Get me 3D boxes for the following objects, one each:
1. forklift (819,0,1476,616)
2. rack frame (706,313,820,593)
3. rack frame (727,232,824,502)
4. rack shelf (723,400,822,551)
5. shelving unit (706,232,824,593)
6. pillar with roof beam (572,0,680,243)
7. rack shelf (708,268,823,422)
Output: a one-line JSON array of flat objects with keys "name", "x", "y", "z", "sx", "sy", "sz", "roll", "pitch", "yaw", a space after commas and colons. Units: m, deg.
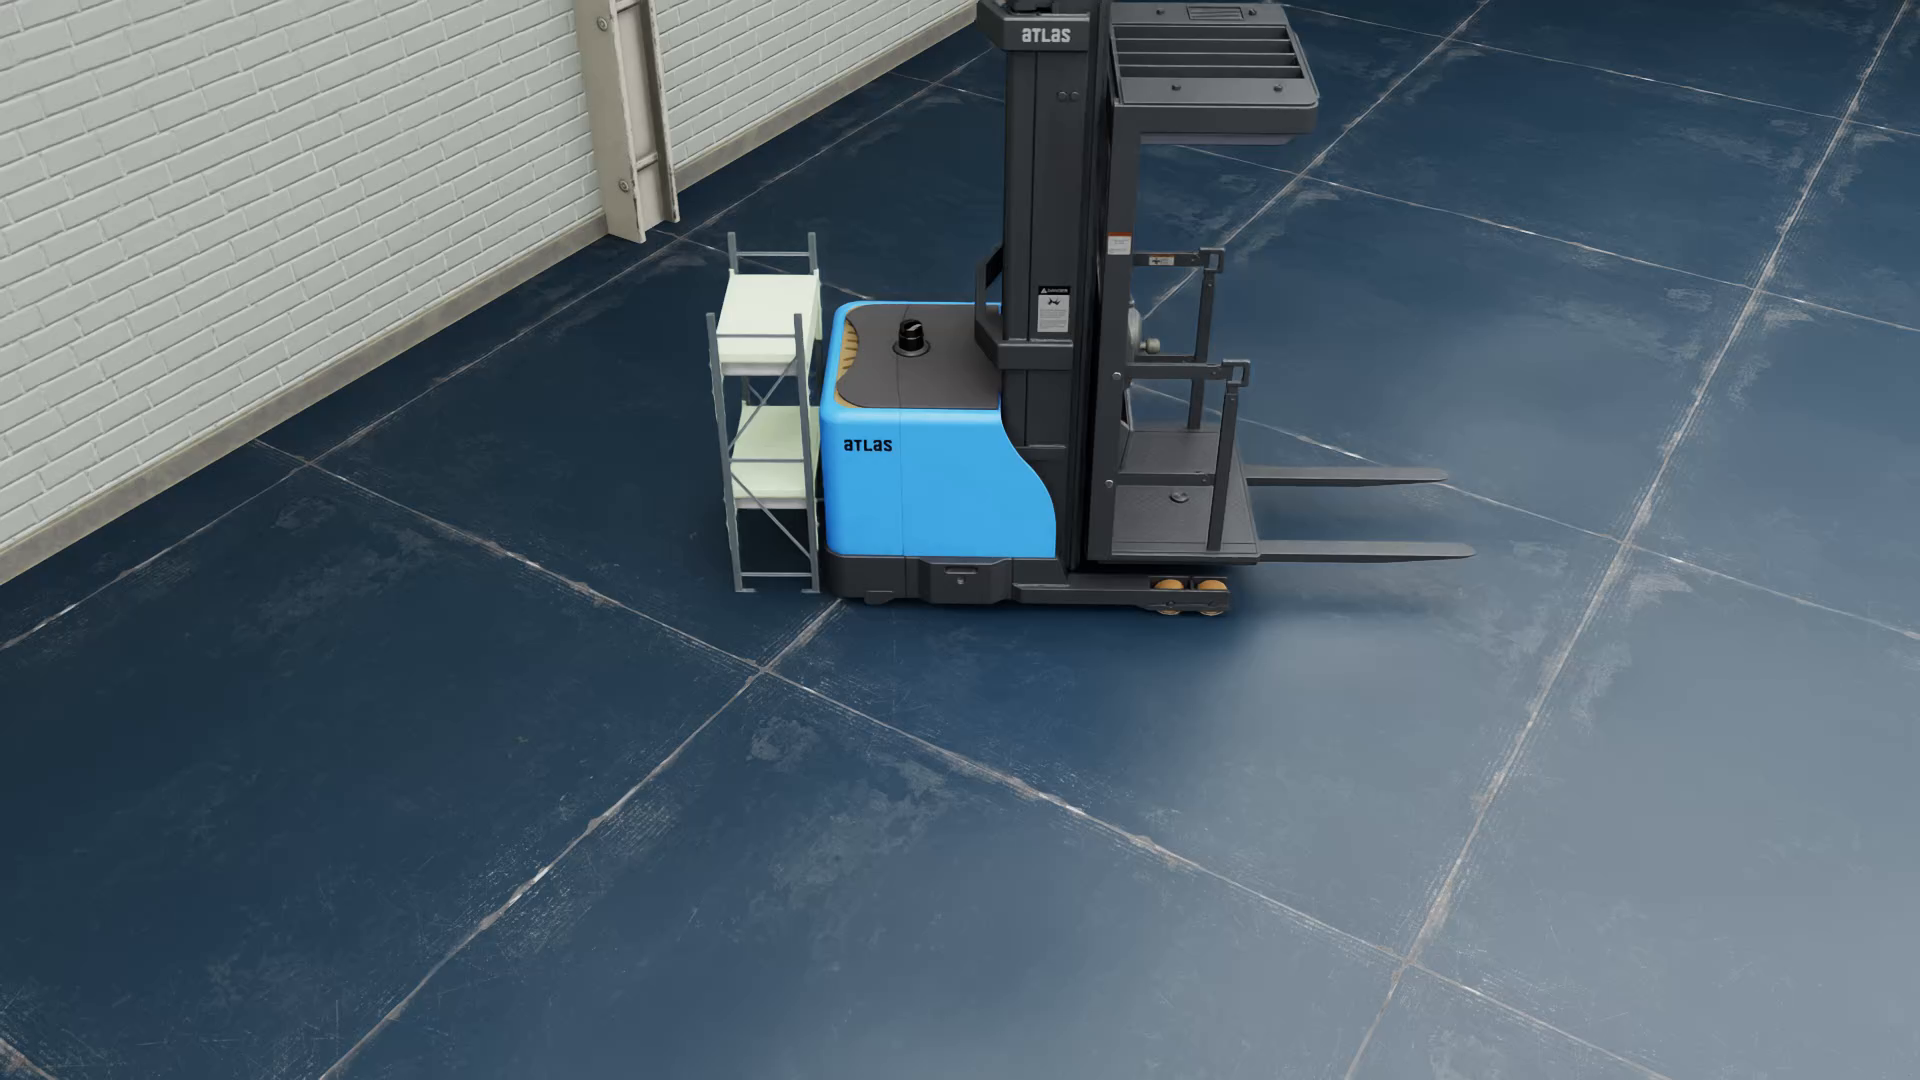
[{"name": "forklift", "x": 0.897, "y": -1.140, "z": 7.268, "sx": 3.031, "sy": 2.935, "sz": 1.130, "roll": 1, "pitch": 38, "yaw": 1}, {"name": "rack frame", "x": -0.862, "y": -0.350, "z": 7.415, "sx": 0.400, "sy": 1.500, "sz": 0.023, "roll": 0, "pitch": 38, "yaw": 0}, {"name": "rack frame", "x": -0.854, "y": -0.797, "z": 7.995, "sx": 0.400, "sy": 1.500, "sz": 0.023, "roll": 0, "pitch": 38, "yaw": 0}, {"name": "rack shelf", "x": -0.858, "y": -0.315, "z": 7.904, "sx": 0.431, "sy": 0.370, "sz": 0.720, "roll": 0, "pitch": 38, "yaw": 0}, {"name": "shelving unit", "x": -0.858, "y": -0.573, "z": 7.705, "sx": 0.431, "sy": 1.500, "sz": 0.755, "roll": 0, "pitch": 38, "yaw": 0}, {"name": "pillar with roof beam", "x": 1.566, "y": -4.207, "z": 6.276, "sx": 9.100, "sy": 9.000, "sz": 0.400, "roll": 21, "pitch": 42, "yaw": 25}, {"name": "rack shelf", "x": -0.858, "y": -0.883, "z": 7.467, "sx": 0.431, "sy": 0.370, "sz": 0.720, "roll": 0, "pitch": 38, "yaw": 0}]
